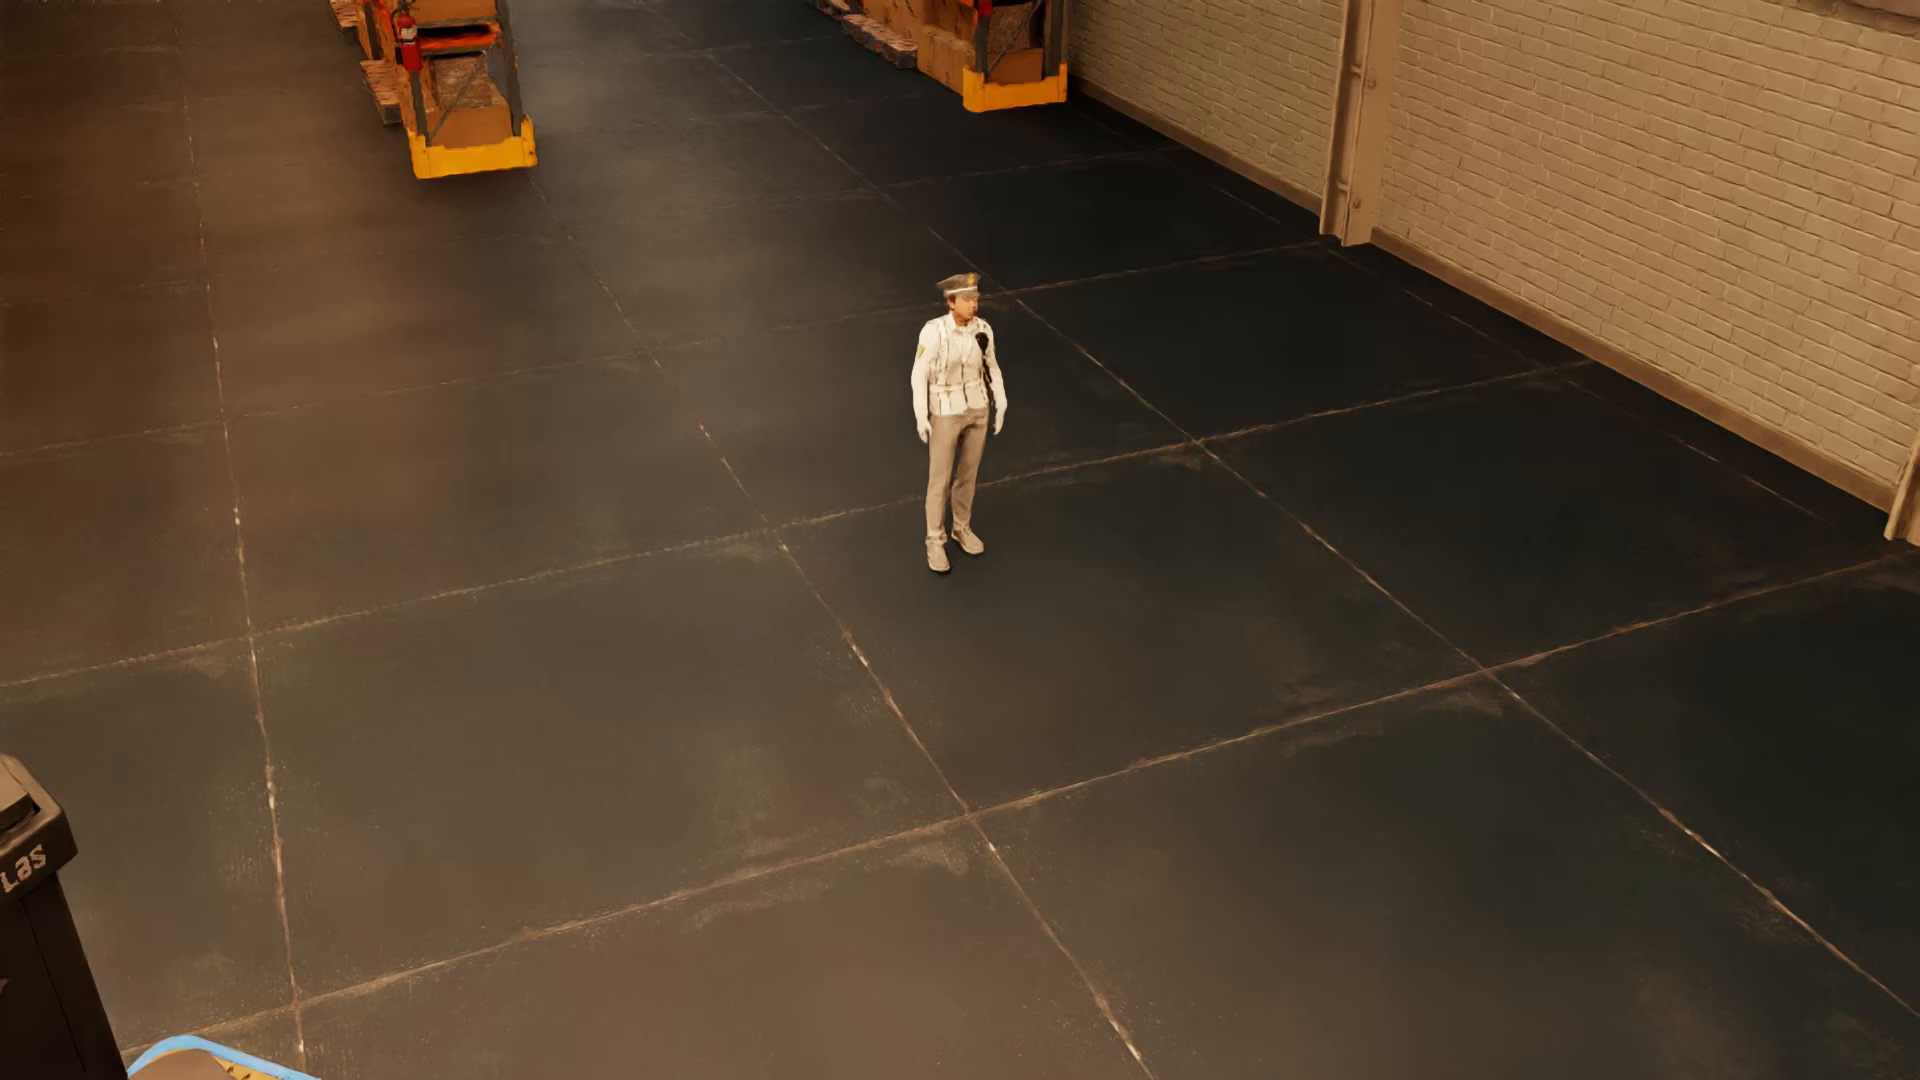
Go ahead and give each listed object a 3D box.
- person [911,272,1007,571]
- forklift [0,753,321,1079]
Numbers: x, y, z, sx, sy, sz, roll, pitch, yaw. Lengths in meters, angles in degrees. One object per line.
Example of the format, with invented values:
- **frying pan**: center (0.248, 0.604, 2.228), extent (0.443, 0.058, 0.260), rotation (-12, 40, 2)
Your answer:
- **person**: center (0.020, -0.710, 9.592), extent (0.586, 1.695, 0.532), rotation (-12, 32, -20)
- **forklift**: center (-2.568, 1.963, 3.687), extent (1.130, 2.935, 3.031), rotation (11, 32, 18)
